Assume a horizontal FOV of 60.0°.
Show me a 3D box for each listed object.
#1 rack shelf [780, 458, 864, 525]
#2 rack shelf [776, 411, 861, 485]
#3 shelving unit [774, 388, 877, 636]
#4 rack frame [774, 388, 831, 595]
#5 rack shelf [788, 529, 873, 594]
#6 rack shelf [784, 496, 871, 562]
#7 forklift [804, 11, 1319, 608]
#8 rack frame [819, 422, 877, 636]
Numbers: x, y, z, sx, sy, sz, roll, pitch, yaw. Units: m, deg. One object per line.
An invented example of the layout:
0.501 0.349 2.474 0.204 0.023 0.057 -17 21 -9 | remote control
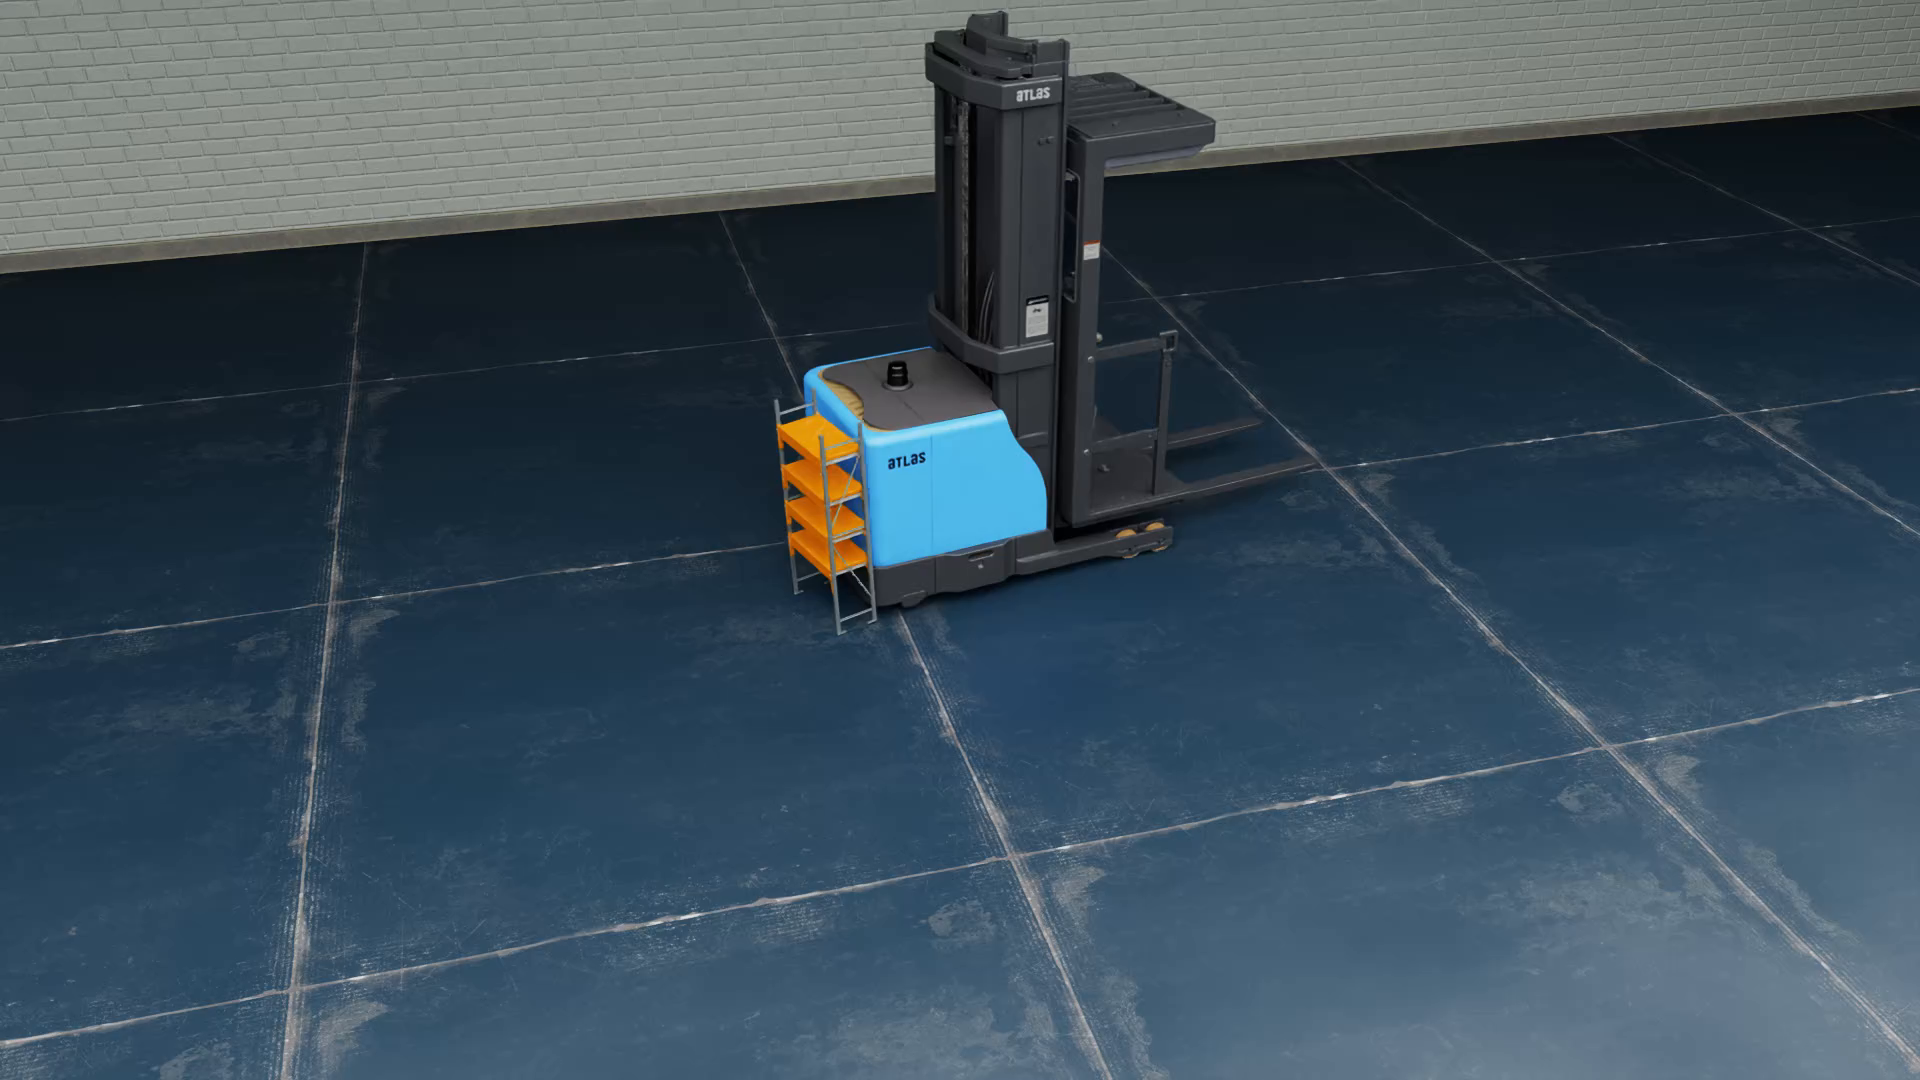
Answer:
-0.712 -0.277 8.709 0.258 0.148 0.480 -20 36 -26 | rack shelf
-0.721 -0.479 8.585 0.258 0.148 0.480 -20 36 -26 | rack shelf
-0.707 -0.144 8.790 0.258 1.200 0.503 -20 36 -26 | shelving unit
-0.838 -0.247 8.968 0.240 1.200 0.015 -20 36 -26 | rack frame
-0.697 0.083 8.928 0.258 0.148 0.480 -20 36 -26 | rack shelf
-0.704 -0.087 8.825 0.258 0.148 0.480 -20 36 -26 | rack shelf
0.676 -1.387 9.221 3.031 2.935 1.130 -13 33 -21 | forklift
-0.575 -0.041 8.612 0.240 1.200 0.015 -20 36 -26 | rack frame
